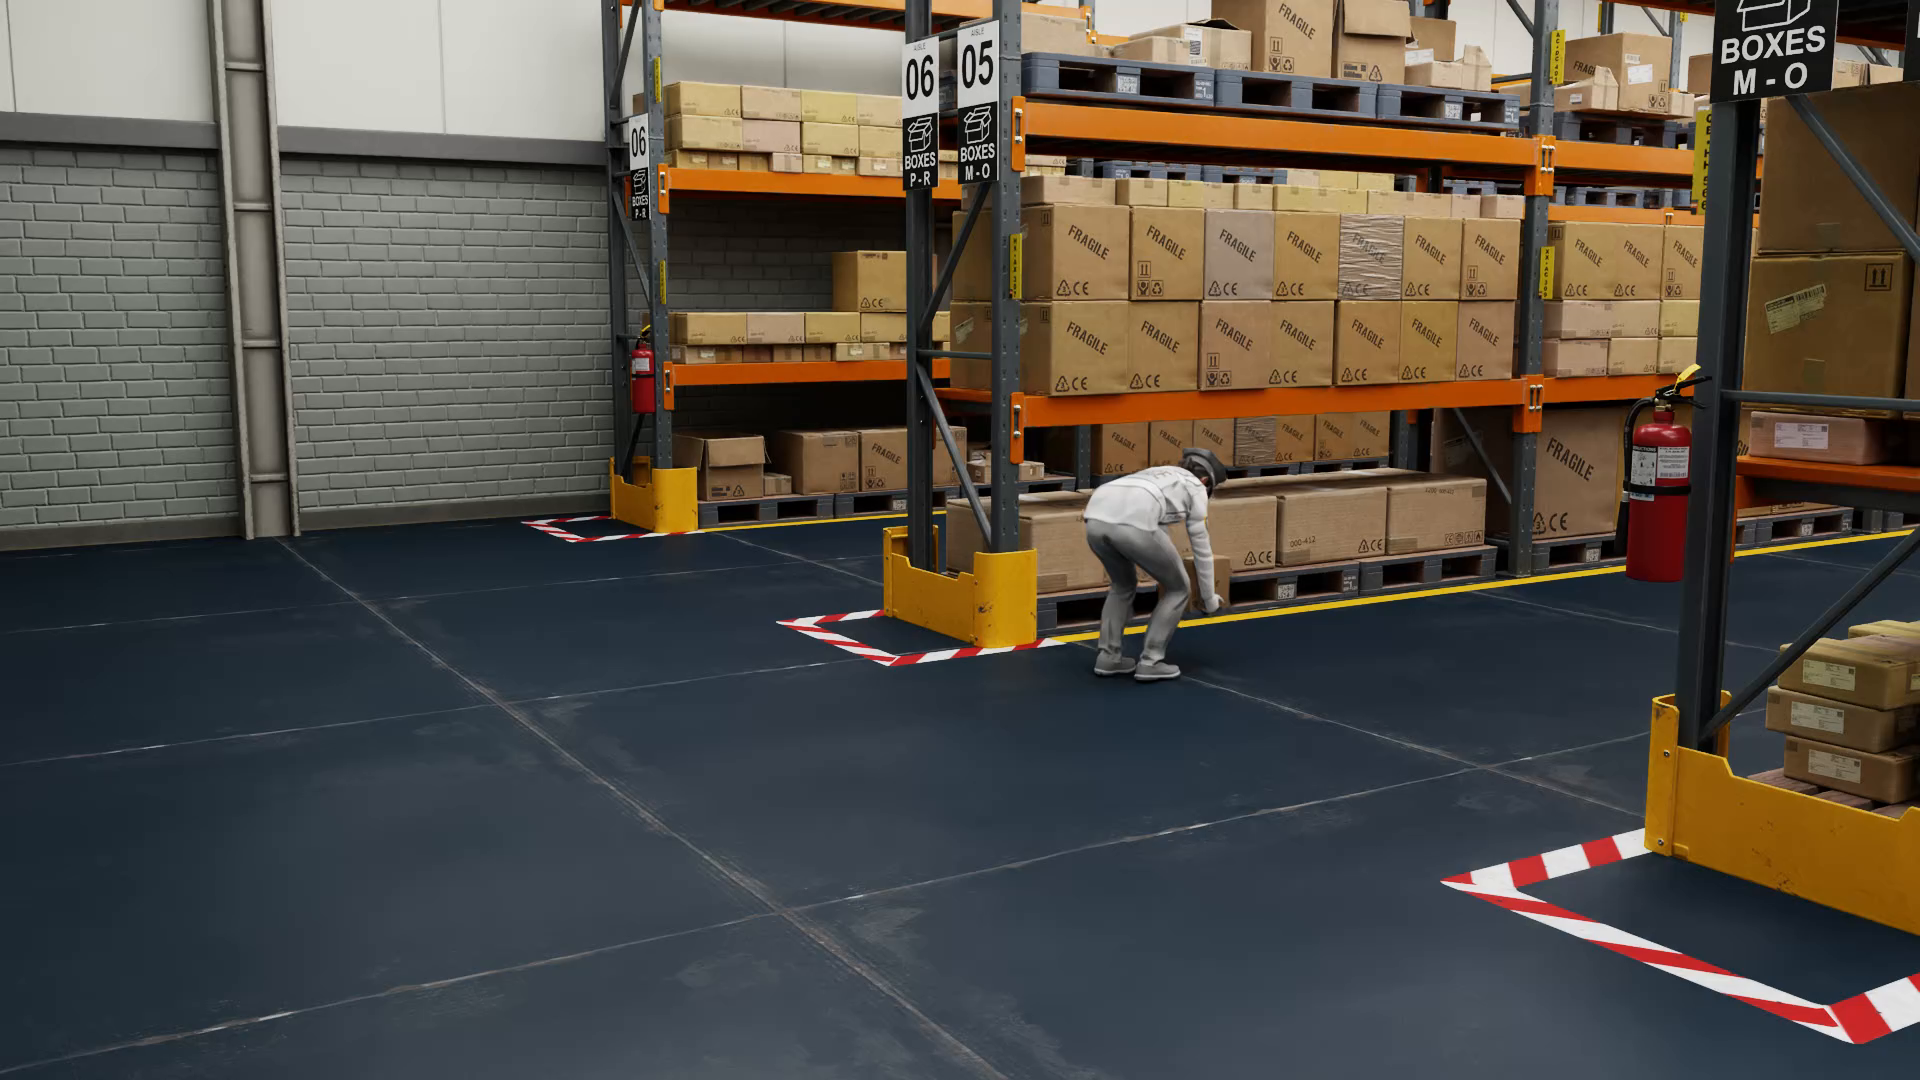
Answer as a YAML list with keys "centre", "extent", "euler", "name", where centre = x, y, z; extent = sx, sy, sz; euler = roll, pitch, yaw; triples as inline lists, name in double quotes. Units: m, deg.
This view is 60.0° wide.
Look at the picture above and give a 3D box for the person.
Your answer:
- centre: [0.968, 0.108, 8.099]
  extent: [0.444, 1.088, 0.920]
  euler: [8, 11, 43]
  name: "person"
